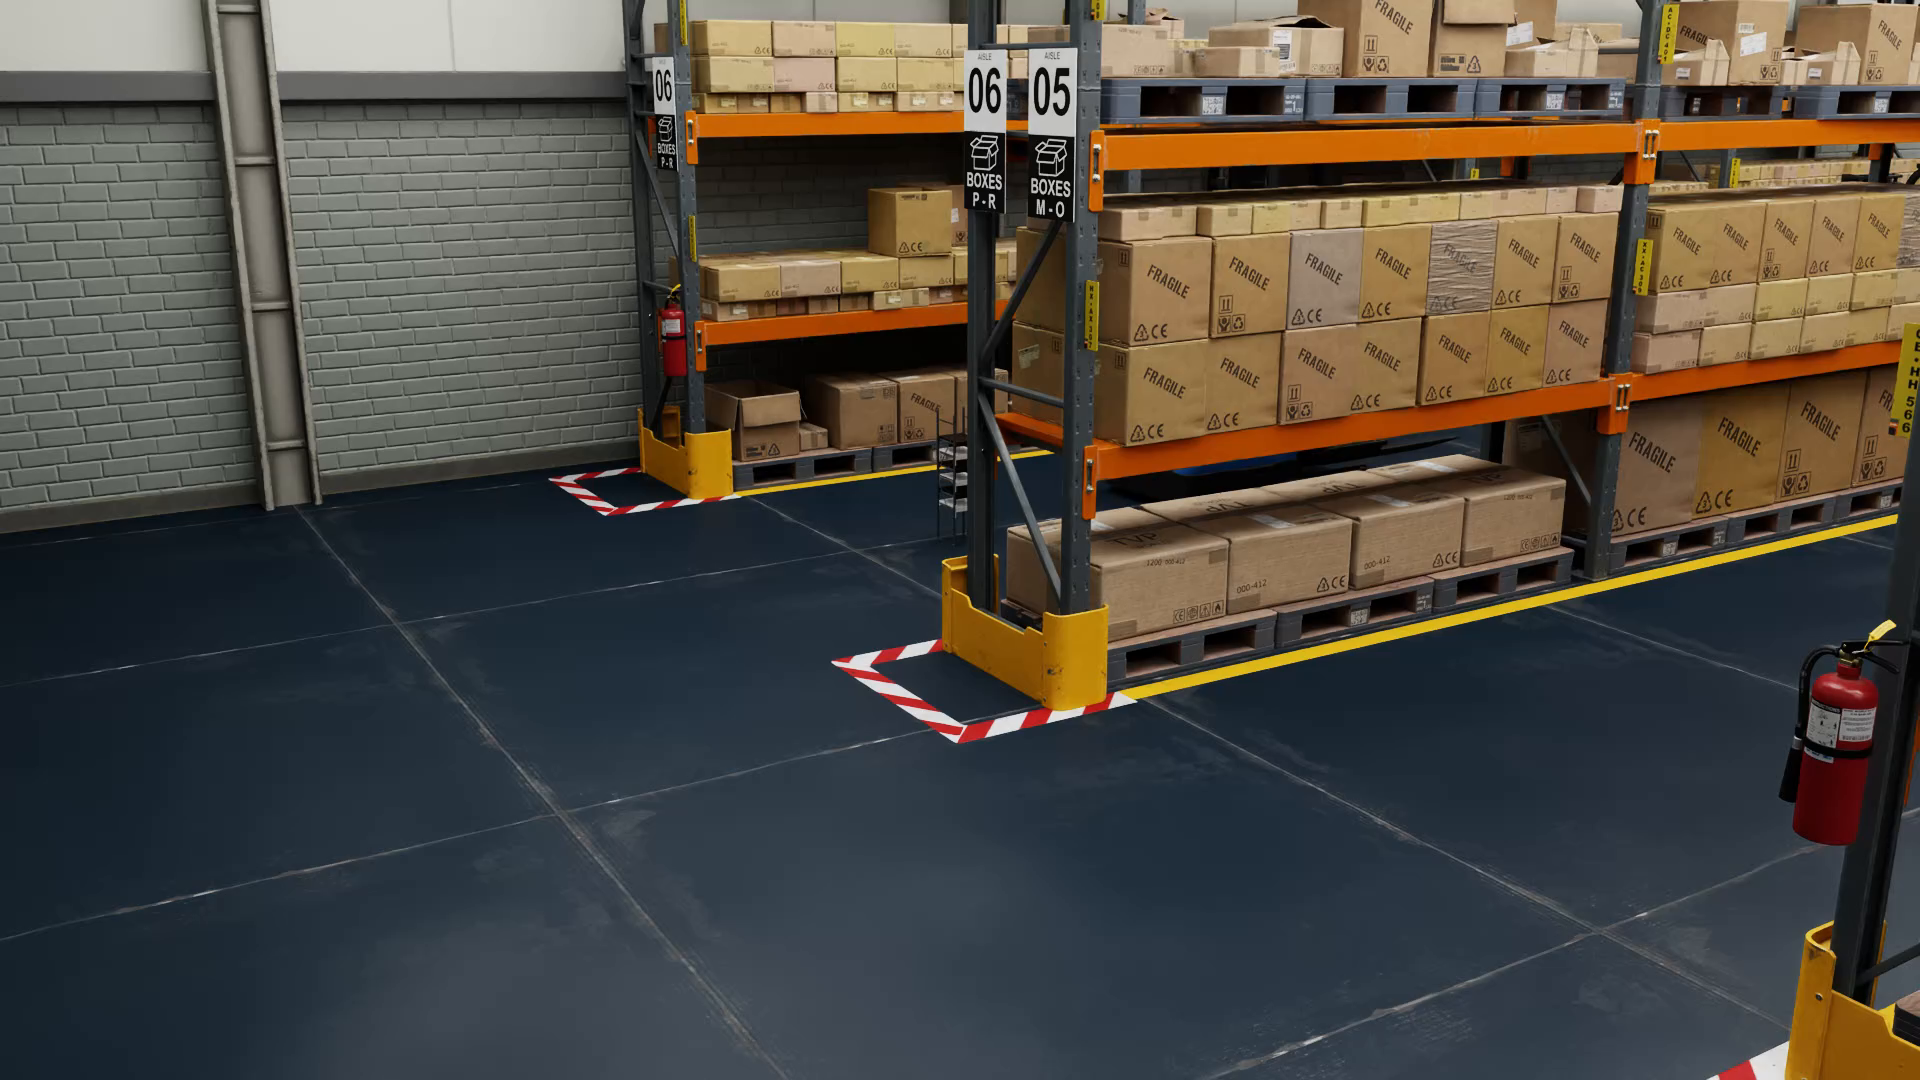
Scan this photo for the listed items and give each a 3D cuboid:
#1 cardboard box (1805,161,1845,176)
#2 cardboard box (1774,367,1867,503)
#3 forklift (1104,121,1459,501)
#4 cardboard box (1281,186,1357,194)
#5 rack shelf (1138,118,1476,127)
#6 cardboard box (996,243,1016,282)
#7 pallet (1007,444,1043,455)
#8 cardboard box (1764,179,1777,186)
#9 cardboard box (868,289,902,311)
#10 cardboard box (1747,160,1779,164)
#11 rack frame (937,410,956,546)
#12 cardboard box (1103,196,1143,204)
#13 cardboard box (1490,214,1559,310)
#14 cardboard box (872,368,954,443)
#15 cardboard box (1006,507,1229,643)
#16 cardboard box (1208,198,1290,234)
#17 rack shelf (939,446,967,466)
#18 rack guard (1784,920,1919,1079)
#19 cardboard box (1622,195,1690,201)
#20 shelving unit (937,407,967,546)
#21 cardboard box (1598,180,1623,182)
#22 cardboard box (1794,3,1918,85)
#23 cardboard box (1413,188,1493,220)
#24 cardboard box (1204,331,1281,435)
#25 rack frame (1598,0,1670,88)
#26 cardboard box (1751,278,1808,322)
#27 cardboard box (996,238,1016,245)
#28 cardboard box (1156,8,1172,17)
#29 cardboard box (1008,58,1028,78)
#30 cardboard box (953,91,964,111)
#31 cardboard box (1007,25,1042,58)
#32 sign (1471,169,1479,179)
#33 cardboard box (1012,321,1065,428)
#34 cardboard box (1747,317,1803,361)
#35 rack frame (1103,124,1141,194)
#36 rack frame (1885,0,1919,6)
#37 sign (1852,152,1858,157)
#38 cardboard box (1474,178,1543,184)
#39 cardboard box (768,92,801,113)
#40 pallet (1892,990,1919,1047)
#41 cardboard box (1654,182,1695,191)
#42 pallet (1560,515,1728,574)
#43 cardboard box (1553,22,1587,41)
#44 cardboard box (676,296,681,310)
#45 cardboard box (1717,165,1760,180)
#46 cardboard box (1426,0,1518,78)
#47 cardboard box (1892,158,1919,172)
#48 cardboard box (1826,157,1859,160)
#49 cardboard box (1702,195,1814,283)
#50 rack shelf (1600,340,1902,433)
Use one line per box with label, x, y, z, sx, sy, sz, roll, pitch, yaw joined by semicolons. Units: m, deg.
cardboard box;9.990;-4.303;19.265;0.250;0.149;0.380;-9;18;-29
cardboard box;5.801;-0.832;11.978;0.875;0.875;0.875;-9;18;-29
forklift;2.623;-1.897;12.746;3.031;2.935;1.130;-10;18;-31
cardboard box;2.055;-1.947;9.559;0.250;0.149;0.380;-9;18;-30
rack shelf;2.929;-3.820;15.256;4.000;0.370;1.077;-9;18;-30
cardboard box;0.482;-2.315;13.838;0.500;0.250;0.500;-9;18;-30
pallet;0.625;-1.006;14.609;1.213;0.211;1.003;-9;18;-30
cardboard box;8.911;-3.979;18.661;0.250;0.149;0.380;-9;18;-30
cardboard box;-0.661;-1.917;13.157;0.250;0.149;0.380;-10;18;-31
cardboard box;9.304;-4.345;19.414;0.250;0.149;0.380;-9;18;-30
rack frame;-0.094;-0.418;11.234;0.006;0.900;0.240;-9;18;-30
cardboard box;0.755;-1.719;8.747;0.250;0.149;0.380;-9;18;-29
cardboard box;3.073;-1.628;9.622;0.500;0.500;0.500;-10;18;-31
cardboard box;-0.384;-1.110;13.666;0.500;0.500;0.500;-9;18;-29
cardboard box;0.860;0.176;9.193;0.875;0.438;0.875;-10;18;-32
cardboard box;1.478;-1.671;8.574;0.250;0.149;0.380;-10;18;-32
rack shelf;-0.007;-0.573;11.245;0.200;0.077;0.258;-9;18;-30
rack guard;3.046;1.584;4.833;0.348;0.500;1.175;-9;18;-30
cardboard box;4.467;-2.020;11.020;0.500;0.500;0.500;-9;18;-29
shelving unit;-0.007;-0.432;11.284;0.210;0.900;0.258;-9;18;-30
cardboard box;7.189;-3.858;18.228;0.250;0.149;0.380;-9;18;-30
cardboard box;5.841;-3.235;10.872;0.500;0.500;0.500;-9;18;-29
cardboard box;2.769;-1.895;9.375;0.250;0.149;0.380;-9;18;-30
cardboard box;1.324;-0.866;8.755;0.500;0.500;0.500;-10;18;-31
rack frame;3.774;-4.185;9.668;0.127;3.000;1.000;-9;18;-30
cardboard box;5.175;-1.604;10.926;0.500;0.250;0.500;-9;18;-29
cardboard box;0.225;-2.438;14.275;0.500;0.250;0.500;-9;18;-30
cardboard box;1.651;-4.464;14.402;0.258;0.266;0.396;-9;18;-30
cardboard box;0.490;-3.760;13.435;0.500;0.250;0.500;-10;18;-32
cardboard box;-0.058;-3.481;13.178;0.250;0.149;0.380;-9;18;-29
cardboard box;0.475;-4.002;13.372;0.500;0.250;0.500;-10;18;-31
sign;4.931;-3.395;15.967;0.005;0.325;0.100;-9;18;-30
cardboard box;0.622;-0.917;8.938;0.500;0.500;0.500;-9;18;-29
cardboard box;5.177;-1.364;10.997;0.500;0.250;0.500;-9;18;-30
rack frame;1.215;-2.444;14.572;0.127;3.000;1.000;-9;18;-30
rack frame;11.501;-7.001;19.713;0.127;3.000;1.000;-9;18;-30
sign;11.220;-4.697;20.857;0.005;0.325;0.100;-9;18;-30
cardboard box;3.370;-2.155;10.299;0.250;0.149;0.380;-10;18;-31
cardboard box;-1.381;-3.276;12.449;0.250;0.149;0.380;-9;18;-29
pallet;3.761;1.618;5.246;1.213;0.211;1.003;-9;18;-30
cardboard box;7.682;-3.778;17.943;0.250;0.149;0.380;-10;18;-31
pallet;4.397;-0.078;11.299;1.213;0.211;1.003;-9;18;-30
cardboard box;5.771;-4.881;16.558;0.500;0.500;0.700;-10;18;-31
cardboard box;-2.068;-1.876;13.009;0.250;0.149;0.380;-9;18;-30
cardboard box;8.667;-4.097;18.530;0.250;0.149;0.380;-9;18;-29
cardboard box;2.635;-2.846;9.293;0.637;0.503;0.797;-8;17;-25
cardboard box;11.302;-4.518;20.030;0.250;0.149;0.380;-9;18;-30
cardboard box;10.642;-4.550;20.147;0.250;0.149;0.380;-9;18;-29
cardboard box;5.152;-1.967;10.832;0.500;0.500;0.500;-10;18;-31
rack shelf;5.488;-1.228;11.566;4.000;0.370;1.077;-9;18;-30
